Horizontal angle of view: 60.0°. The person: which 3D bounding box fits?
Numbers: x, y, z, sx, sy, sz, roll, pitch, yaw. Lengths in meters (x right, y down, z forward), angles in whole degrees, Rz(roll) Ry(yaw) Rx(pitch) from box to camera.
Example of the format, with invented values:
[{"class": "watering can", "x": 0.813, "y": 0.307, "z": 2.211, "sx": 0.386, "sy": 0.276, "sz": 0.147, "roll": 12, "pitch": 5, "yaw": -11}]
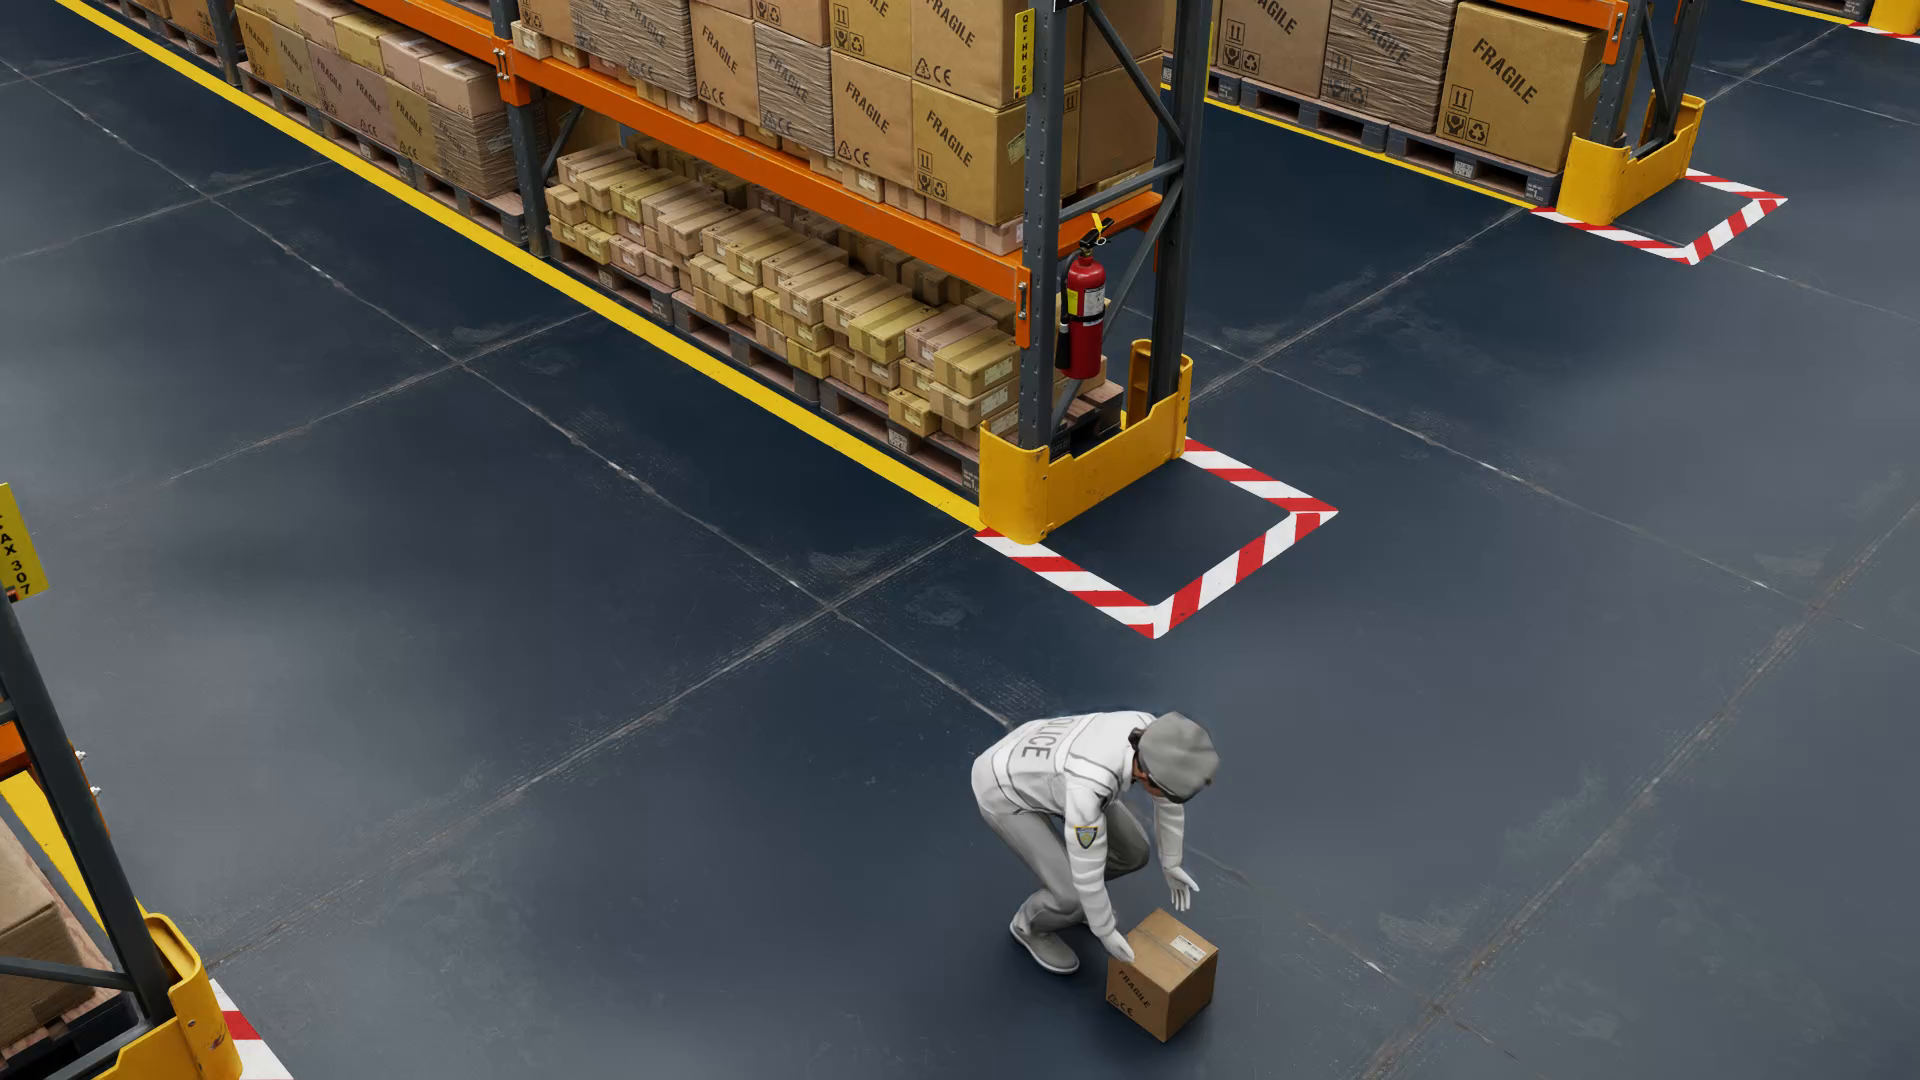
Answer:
[{"class": "person", "x": 0.431, "y": 0.908, "z": 5.369, "sx": 0.820, "sy": 1.101, "sz": 0.510, "roll": 30, "pitch": 45, "yaw": 35}]
